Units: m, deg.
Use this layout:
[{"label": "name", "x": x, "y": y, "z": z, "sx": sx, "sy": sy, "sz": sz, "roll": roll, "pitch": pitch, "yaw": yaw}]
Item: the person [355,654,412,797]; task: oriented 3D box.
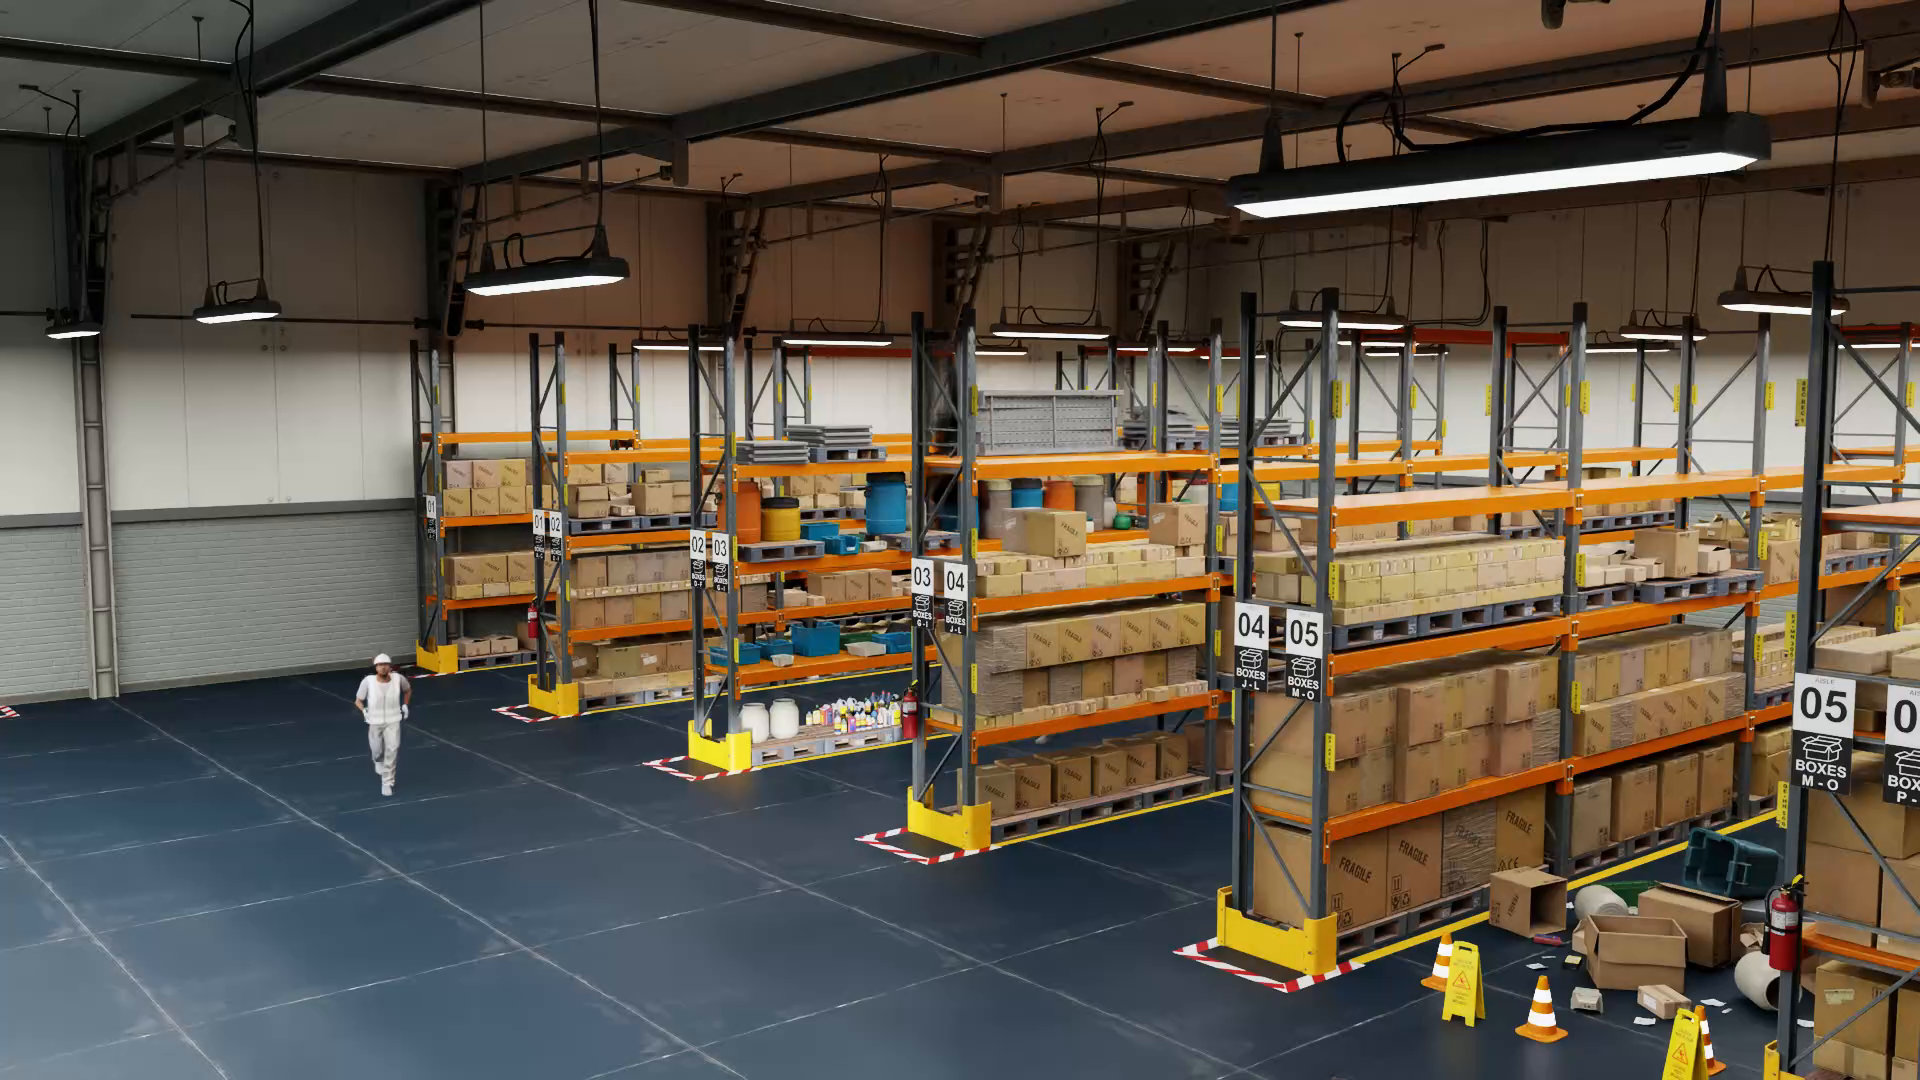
[{"label": "person", "x": -7.371, "y": 2.336, "z": 21.309, "sx": 0.691, "sy": 1.783, "sz": 0.851, "roll": -2, "pitch": 6, "yaw": -21}]

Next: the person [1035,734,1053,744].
[{"label": "person", "x": 1.171, "y": 1.909, "z": 22.719, "sx": 0.575, "sy": 1.753, "sz": 0.656, "roll": -5, "pitch": 7, "yaw": -41}]
